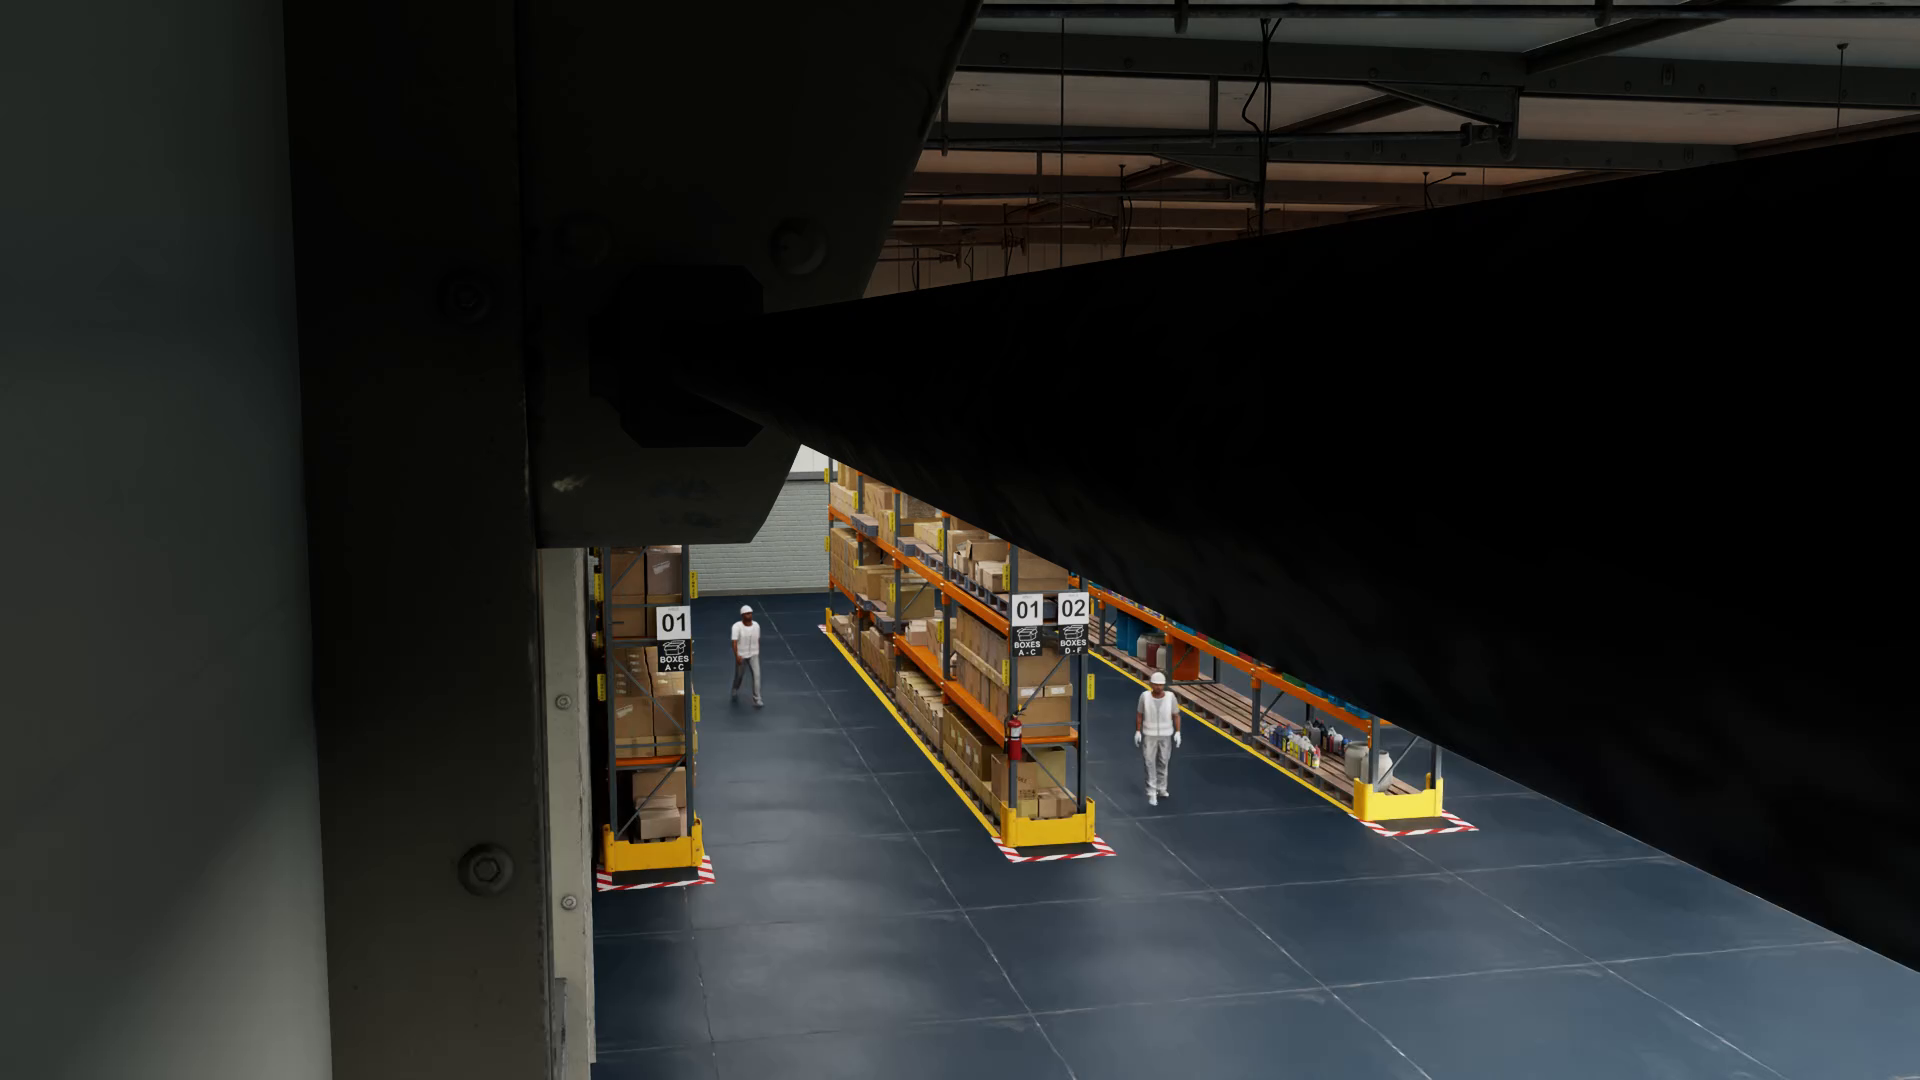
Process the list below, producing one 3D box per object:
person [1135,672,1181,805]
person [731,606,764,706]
[{"bbox_3d":[2.739,2.732,23.020,0.631,1.821,0.594,1,7,4],"label":"person"},{"bbox_3d":[-3.732,2.011,29.109,0.549,1.727,1.036,-3,7,-22],"label":"person"}]
